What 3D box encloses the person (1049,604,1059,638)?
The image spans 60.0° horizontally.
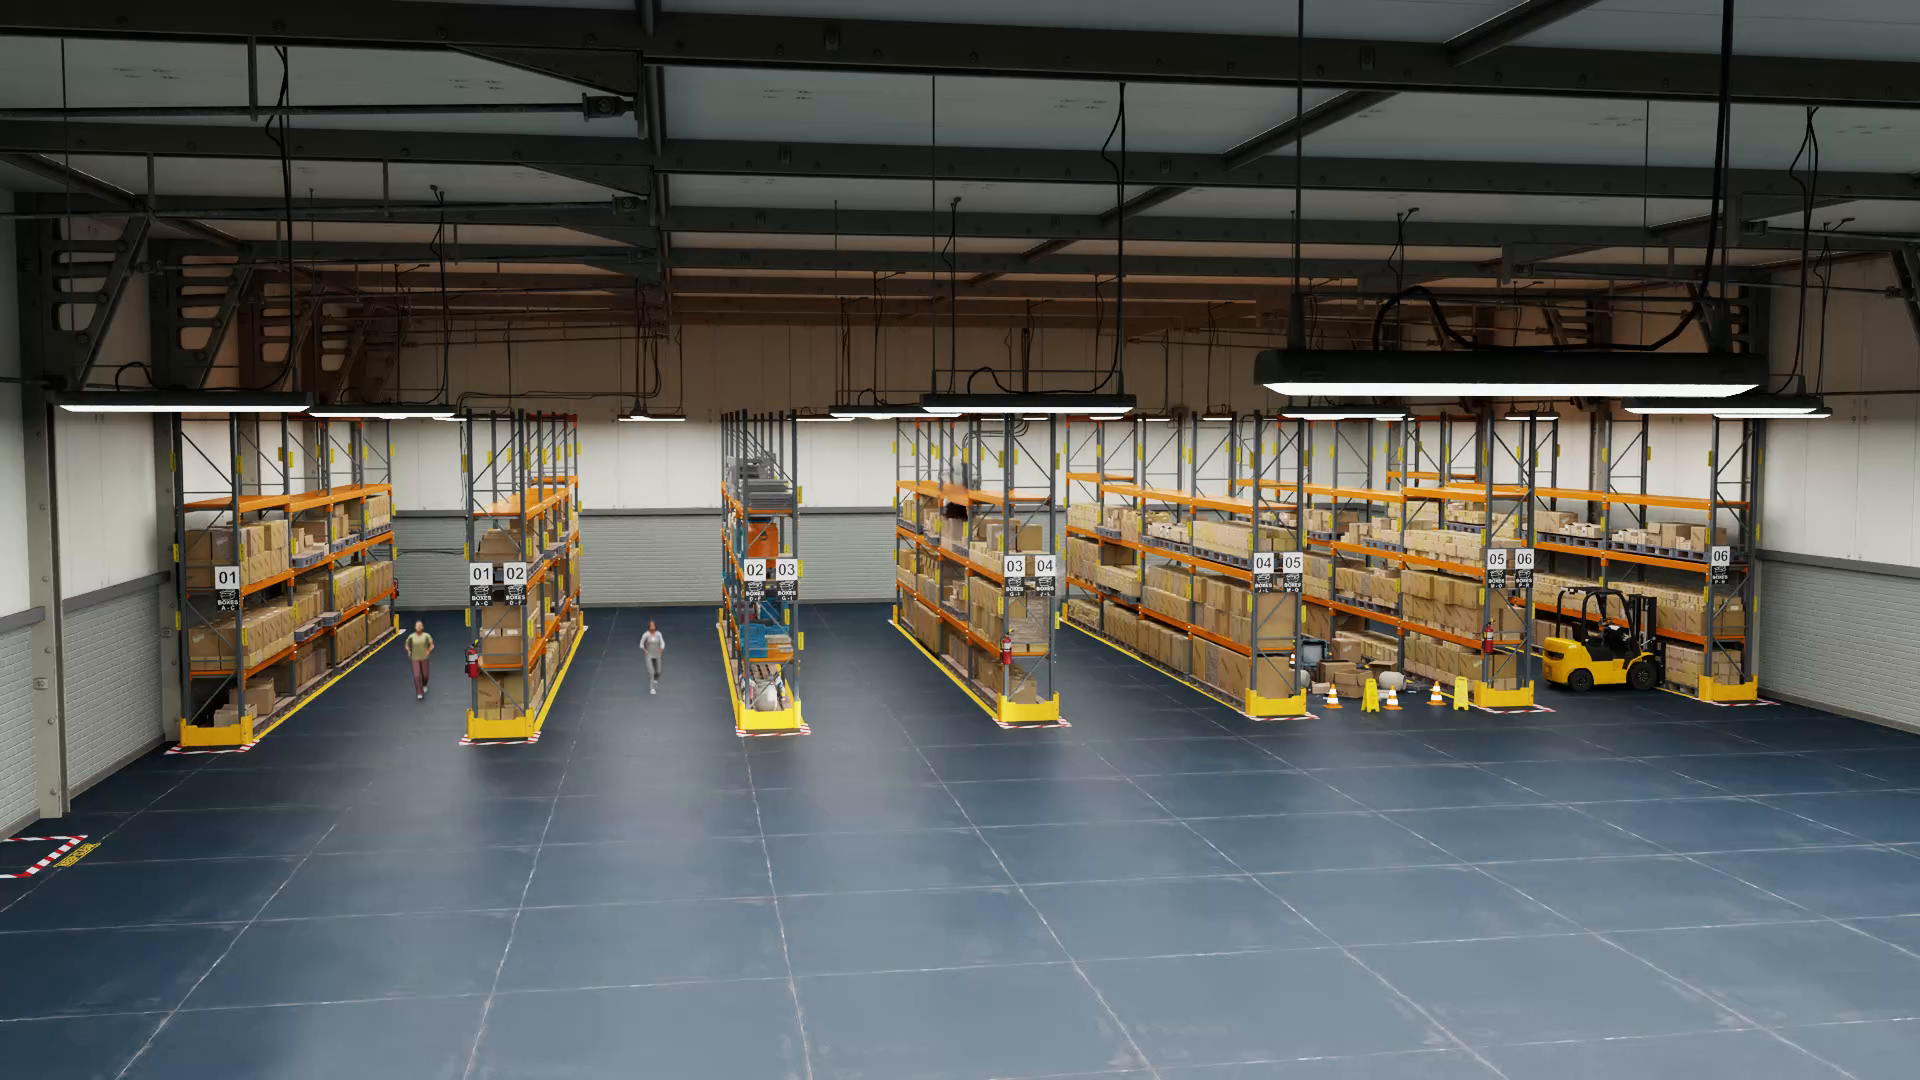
[{"bbox_3d":[2.467,2.109,44.810,0.350,1.046,0.691,0,4,-3],"label":"person"}]

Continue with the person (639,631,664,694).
[{"bbox_3d":[-6.539,2.595,35.330,0.533,1.327,0.492,-1,4,-20],"label":"person"}]

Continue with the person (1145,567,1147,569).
[{"bbox_3d":[5.254,1.606,47.397,0.580,1.697,0.767,-1,4,-17],"label":"person"}]

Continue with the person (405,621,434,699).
[{"bbox_3d":[-11.292,2.487,34.727,0.580,1.620,0.625,-1,4,-17],"label":"person"}]
